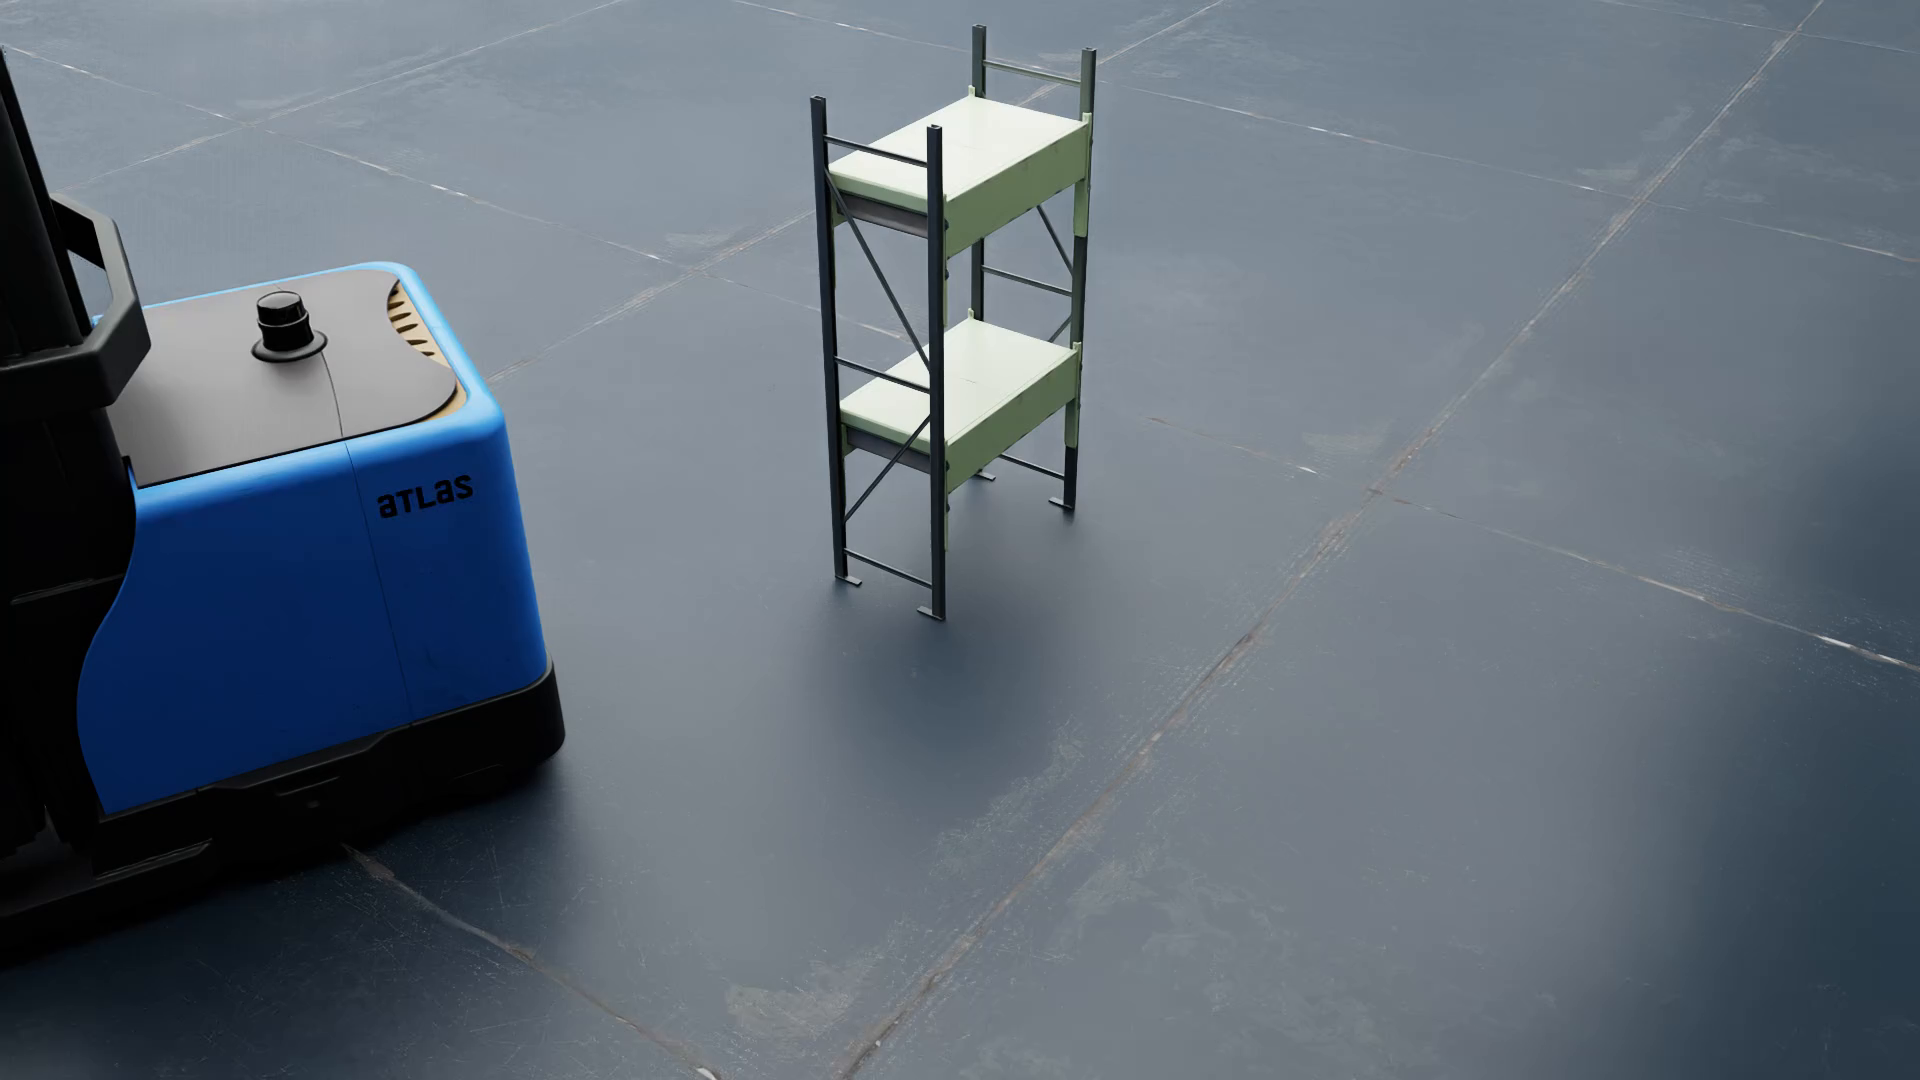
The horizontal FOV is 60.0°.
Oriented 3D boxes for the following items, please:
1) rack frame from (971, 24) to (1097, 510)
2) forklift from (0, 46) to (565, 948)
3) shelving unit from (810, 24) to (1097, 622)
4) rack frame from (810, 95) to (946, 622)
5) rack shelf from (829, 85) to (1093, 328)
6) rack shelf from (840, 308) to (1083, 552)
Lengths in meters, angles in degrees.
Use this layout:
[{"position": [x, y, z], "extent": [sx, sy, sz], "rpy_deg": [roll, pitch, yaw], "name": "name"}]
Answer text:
[{"position": [0.205, -0.787, 5.074], "extent": [0.400, 1.500, 0.023], "rpy_deg": [21, 39, 28], "name": "rack frame"}, {"position": [-2.578, -0.464, 3.319], "extent": [3.031, 2.935, 1.130], "rpy_deg": [-17, 38, -23], "name": "forklift"}, {"position": [-0.004, -0.618, 4.825], "extent": [0.431, 1.500, 0.755], "rpy_deg": [21, 39, 28], "name": "shelving unit"}, {"position": [-0.212, -0.450, 4.576], "extent": [0.400, 1.500, 0.023], "rpy_deg": [21, 39, 28], "name": "rack frame"}, {"position": [-0.004, -0.941, 4.607], "extent": [0.431, 0.370, 0.720], "rpy_deg": [21, 39, 28], "name": "rack shelf"}, {"position": [-0.004, -0.348, 5.008], "extent": [0.431, 0.370, 0.720], "rpy_deg": [21, 39, 28], "name": "rack shelf"}]
